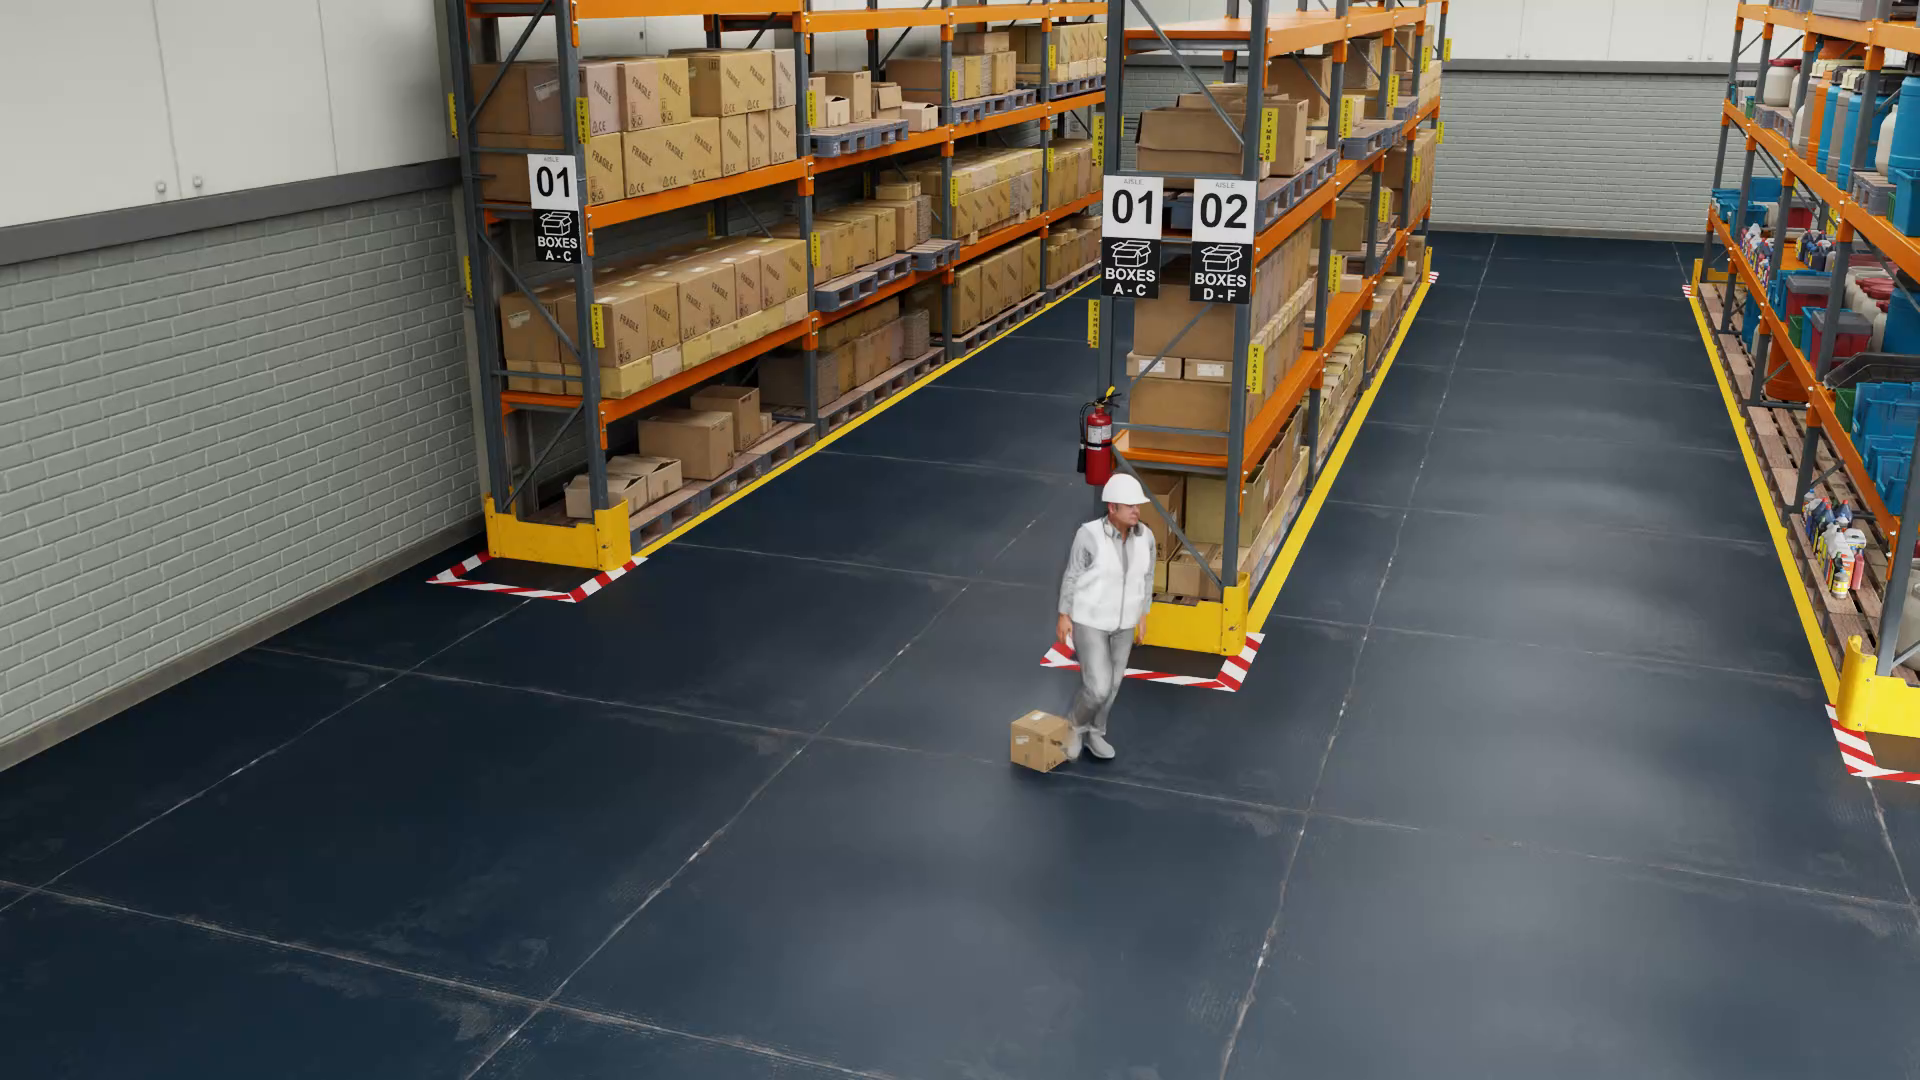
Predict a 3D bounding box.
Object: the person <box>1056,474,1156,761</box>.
[{"bbox_3d":[0.850,0.454,9.613,0.546,1.756,0.493,-9,21,-25],"label":"person"}]
